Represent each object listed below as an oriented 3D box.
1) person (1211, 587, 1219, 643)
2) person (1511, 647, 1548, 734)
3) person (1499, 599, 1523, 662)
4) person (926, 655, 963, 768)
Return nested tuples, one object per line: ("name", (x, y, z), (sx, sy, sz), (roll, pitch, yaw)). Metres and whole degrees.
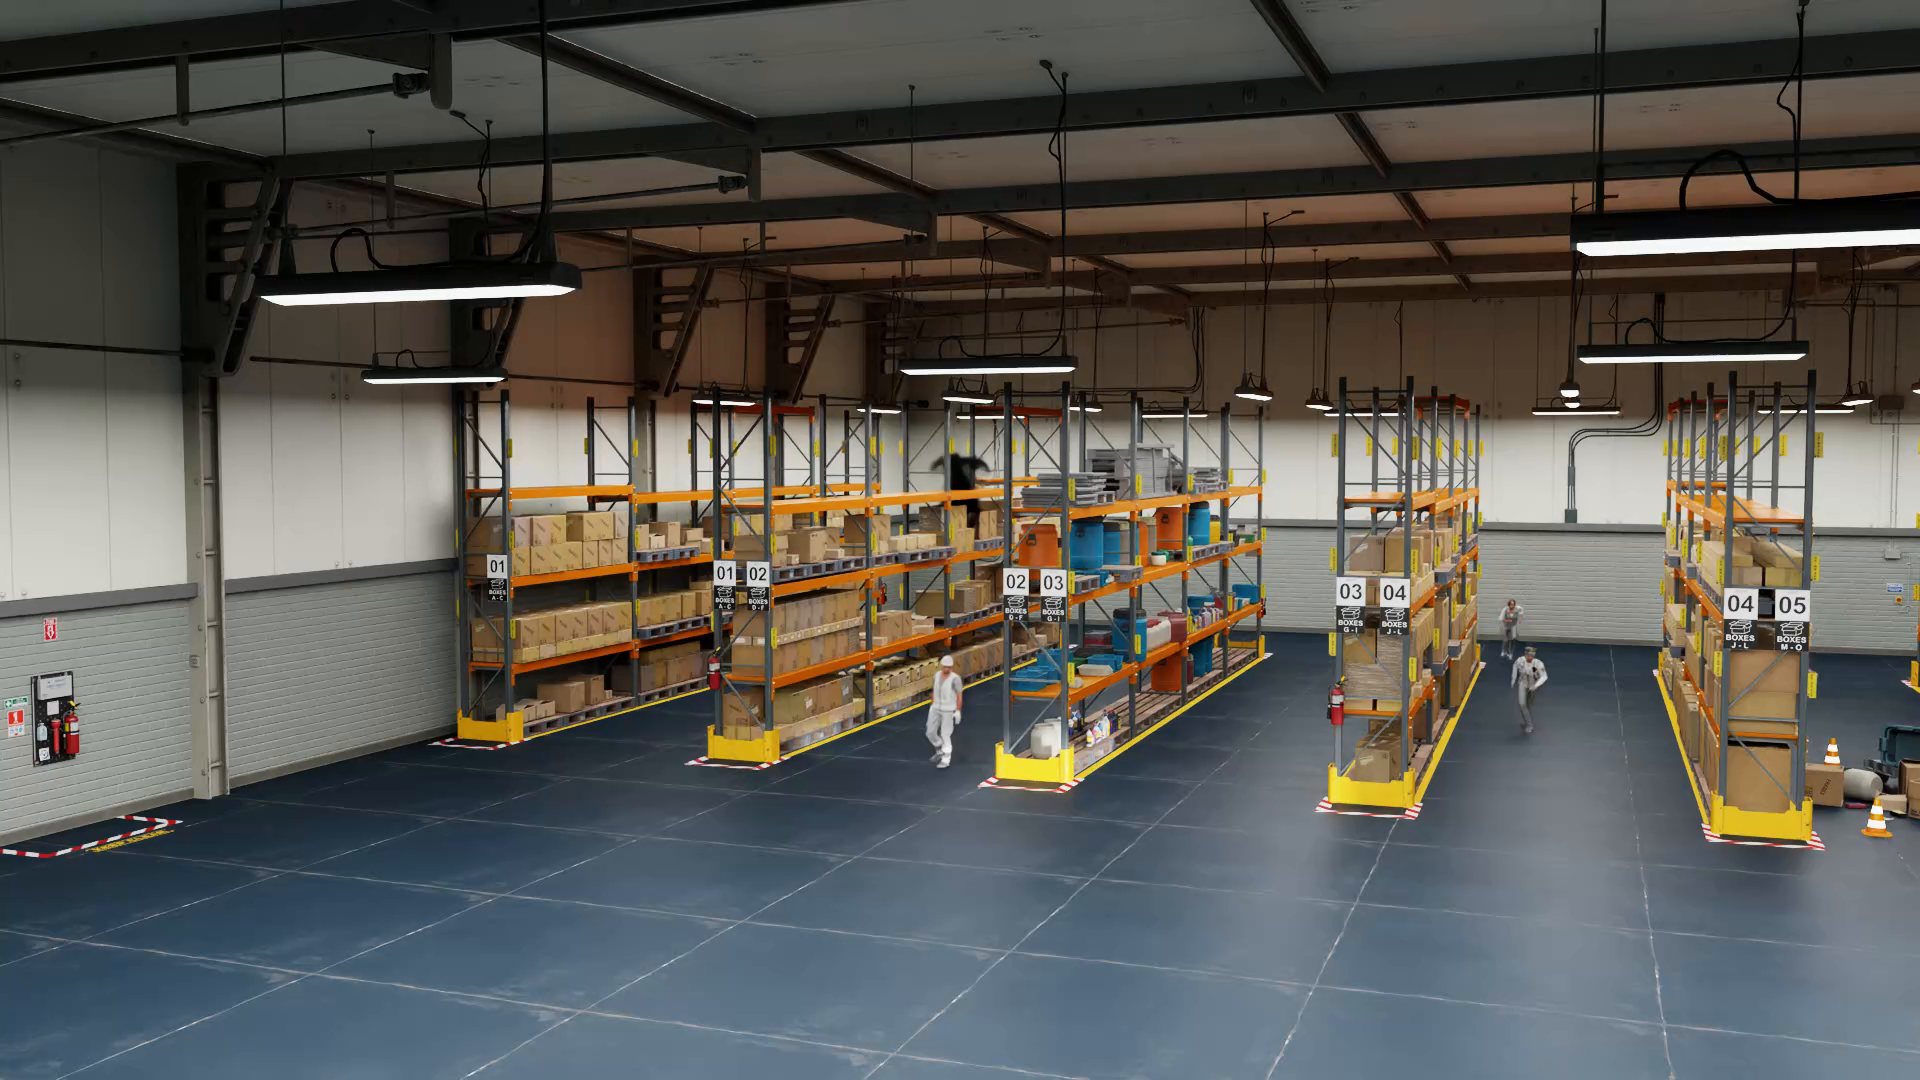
("person", (6.305, 1.951, 41.191), (0.524, 1.573, 0.645), (3, 4, 39))
("person", (10.082, 2.610, 29.448), (0.611, 1.519, 0.984), (1, 3, 20))
("person", (12.972, 2.117, 39.216), (0.585, 1.508, 0.904), (0, 3, 5))
("person", (-0.233, 2.665, 25.943), (0.666, 1.766, 0.471), (2, 4, 32))
